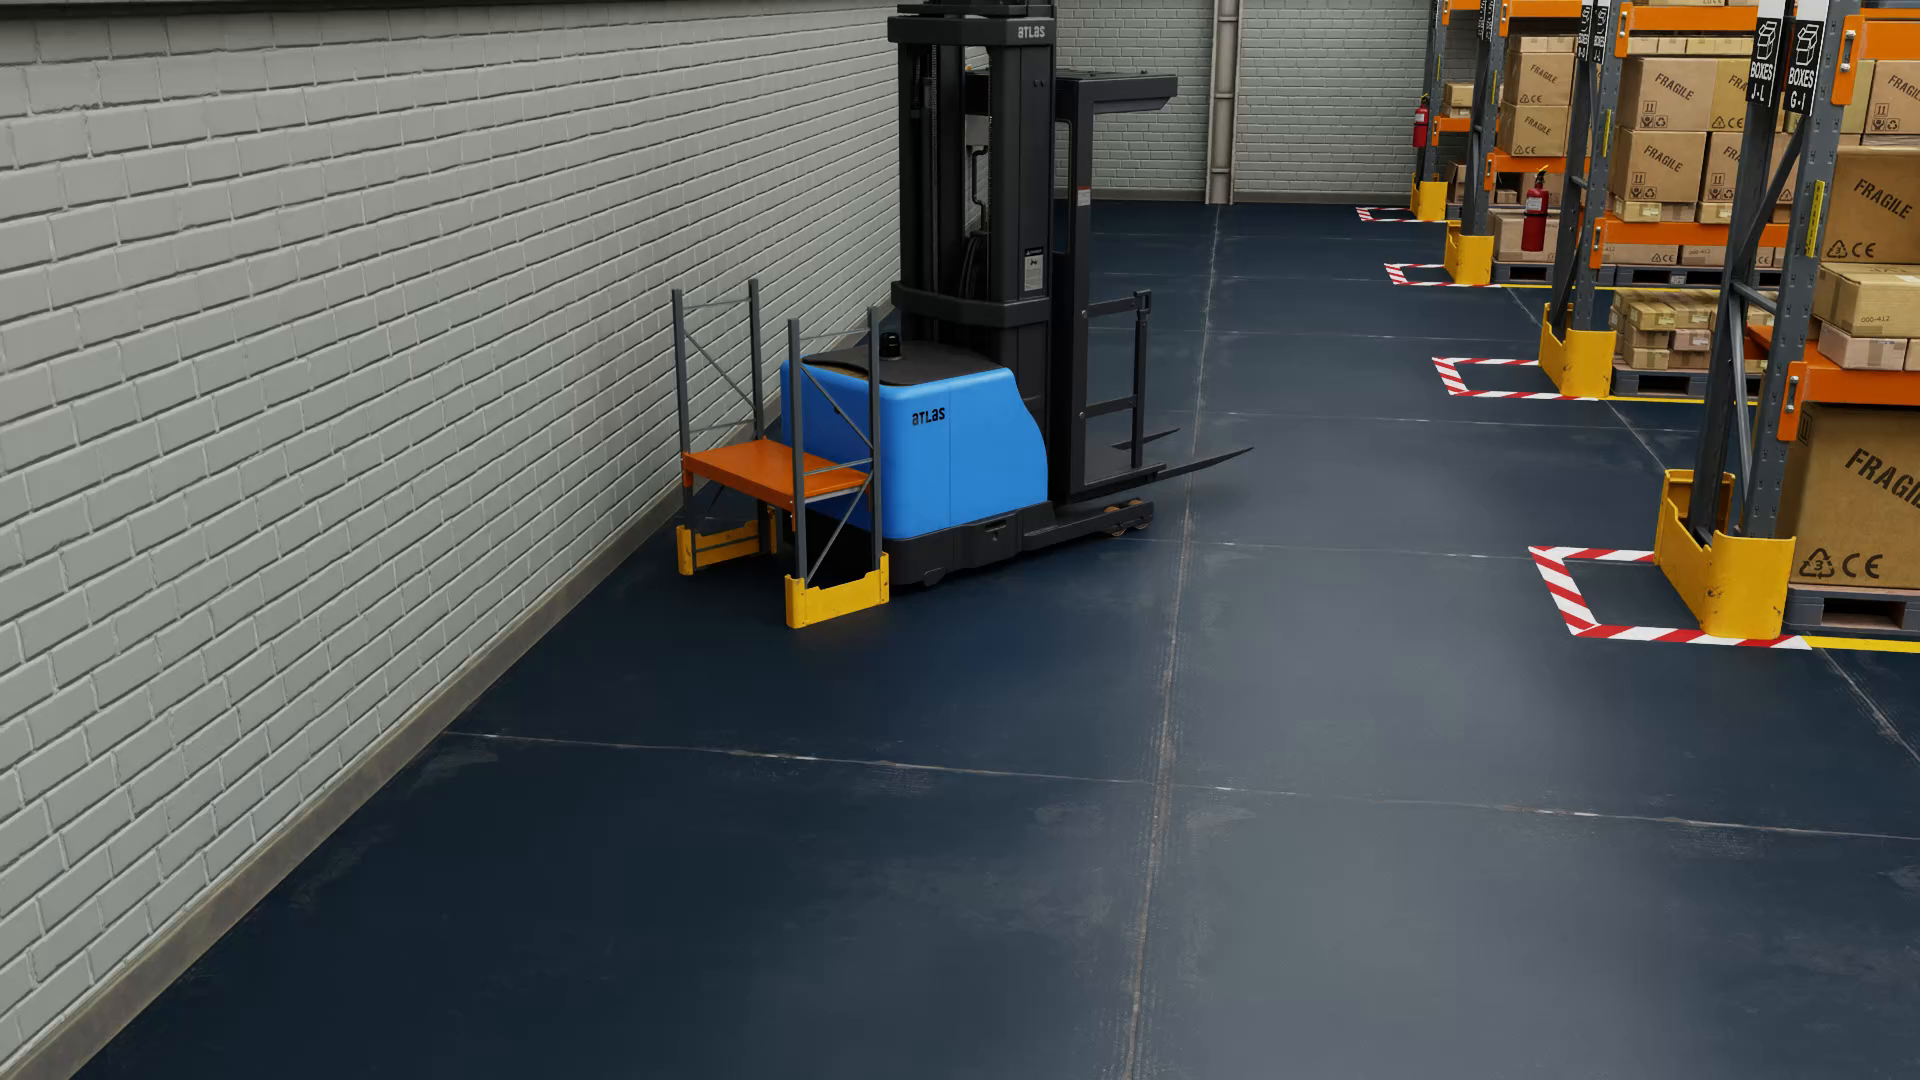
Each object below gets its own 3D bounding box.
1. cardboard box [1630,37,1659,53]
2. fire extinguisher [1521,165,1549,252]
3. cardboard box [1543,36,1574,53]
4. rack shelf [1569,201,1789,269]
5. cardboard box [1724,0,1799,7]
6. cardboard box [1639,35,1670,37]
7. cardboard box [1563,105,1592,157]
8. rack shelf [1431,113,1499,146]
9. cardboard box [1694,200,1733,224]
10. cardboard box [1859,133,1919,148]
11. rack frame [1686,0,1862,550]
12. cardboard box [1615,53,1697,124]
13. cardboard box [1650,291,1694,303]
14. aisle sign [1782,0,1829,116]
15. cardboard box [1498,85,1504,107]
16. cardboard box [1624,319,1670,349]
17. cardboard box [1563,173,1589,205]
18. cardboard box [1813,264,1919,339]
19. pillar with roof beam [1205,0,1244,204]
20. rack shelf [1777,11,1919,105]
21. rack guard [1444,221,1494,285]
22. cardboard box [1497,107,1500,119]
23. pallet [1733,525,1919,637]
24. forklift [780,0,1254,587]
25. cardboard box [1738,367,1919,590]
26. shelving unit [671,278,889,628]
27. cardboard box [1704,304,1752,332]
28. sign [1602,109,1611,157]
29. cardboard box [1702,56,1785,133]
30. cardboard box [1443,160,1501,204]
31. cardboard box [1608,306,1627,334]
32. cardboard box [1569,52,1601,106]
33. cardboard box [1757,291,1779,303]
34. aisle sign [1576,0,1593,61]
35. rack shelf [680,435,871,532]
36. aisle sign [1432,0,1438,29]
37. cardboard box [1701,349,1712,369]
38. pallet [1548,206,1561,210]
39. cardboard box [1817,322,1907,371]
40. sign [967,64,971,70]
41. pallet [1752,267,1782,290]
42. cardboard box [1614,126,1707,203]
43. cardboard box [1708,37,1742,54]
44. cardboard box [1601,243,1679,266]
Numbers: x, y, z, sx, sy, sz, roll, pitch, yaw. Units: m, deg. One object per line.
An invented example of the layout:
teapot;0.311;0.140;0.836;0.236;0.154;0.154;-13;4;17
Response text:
cardboard box;6.761;-4.919;16.521;0.250;0.149;0.380;3;19;9
fire extinguisher;4.554;-2.626;13.135;0.183;0.674;0.296;3;19;9
cardboard box;5.992;-4.972;16.681;0.250;0.149;0.380;3;19;10
rack shelf;6.704;-2.241;12.407;4.000;0.370;1.077;3;19;9
cardboard box;5.652;-3.903;11.751;0.500;0.250;0.500;4;19;10
cardboard box;7.070;-5.065;16.959;0.250;0.149;0.380;3;19;10
cardboard box;6.347;-4.155;16.837;0.500;0.500;0.500;3;19;8
rack shelf;8.173;-5.352;21.705;4.000;0.370;1.077;3;19;9
cardboard box;5.513;-2.414;12.188;0.250;0.149;0.380;2;19;7
cardboard box;6.647;-2.691;11.991;0.500;0.500;0.500;2;19;7
rack frame;3.843;-1.134;7.965;0.127;3.000;1.000;3;19;9
cardboard box;5.221;-3.400;12.536;0.500;0.500;0.500;3;19;8
cardboard box;5.532;-1.834;12.951;0.250;0.149;0.380;3;19;10
aisle sign;3.725;-2.276;7.282;0.004;0.787;0.394;3;19;9
cardboard box;7.102;-5.731;21.472;0.500;0.250;0.500;3;19;9
cardboard box;5.206;-1.564;12.613;0.250;0.149;0.380;4;19;11
cardboard box;8.132;-4.634;21.703;0.500;0.500;0.500;3;19;10
cardboard box;4.274;-1.095;7.616;0.500;0.250;0.500;2;19;7
pillar with roof beam;2.997;-7.708;18.158;0.400;9.000;9.100;3;19;9
rack shelf;5.818;-2.115;7.302;4.000;0.370;1.077;3;19;9
rack guard;5.391;-3.054;17.644;0.348;0.500;1.175;3;19;9
cardboard box;7.003;-5.571;21.623;0.250;0.149;0.380;3;19;8
pallet;4.645;0.204;8.360;1.213;0.211;1.003;3;19;9
forklift;0.472;-1.522;9.232;3.031;2.935;1.130;-16;24;-39
cardboard box;4.488;-0.318;8.214;0.875;0.875;0.875;3;19;9
shelving unit;-0.922;-0.472;8.350;0.587;1.500;1.083;-15;24;-38
cardboard box;5.713;-1.650;12.401;0.250;0.149;0.380;3;19;9
sign;4.644;-2.923;11.948;0.005;0.325;0.100;3;19;9
cardboard box;5.630;-3.216;11.986;0.500;0.500;0.500;3;19;10
cardboard box;6.788;-4.749;22.040;0.637;0.503;0.797;2;19;6
cardboard box;5.296;-1.734;13.120;0.250;0.149;0.380;2;19;7
cardboard box;6.355;-4.623;16.659;0.500;0.500;0.500;2;19;7
cardboard box;6.327;-1.832;12.944;0.250;0.149;0.380;4;19;11
aisle sign;4.705;-4.013;12.473;0.004;0.787;0.394;3;19;9
rack shelf;-0.917;-0.299;8.401;0.538;0.185;1.000;-15;24;-38
aisle sign;6.085;-6.938;21.214;0.004;0.787;0.394;3;19;9
cardboard box;5.714;-1.405;12.607;0.250;0.149;0.380;3;19;9
pallet;8.262;-4.365;22.018;1.213;0.211;1.003;3;19;9
cardboard box;4.141;-0.893;7.642;0.250;0.149;0.380;3;19;9
sign;0.108;-5.551;19.863;0.001;0.242;0.339;3;19;9
pallet;8.626;-2.778;17.272;1.213;0.211;1.003;3;19;9
cardboard box;5.129;-2.762;12.204;0.500;0.500;0.500;4;19;11
cardboard box;7.513;-4.874;16.387;0.250;0.149;0.380;3;19;9
cardboard box;6.987;-3.177;17.448;0.875;0.438;0.875;3;19;10
